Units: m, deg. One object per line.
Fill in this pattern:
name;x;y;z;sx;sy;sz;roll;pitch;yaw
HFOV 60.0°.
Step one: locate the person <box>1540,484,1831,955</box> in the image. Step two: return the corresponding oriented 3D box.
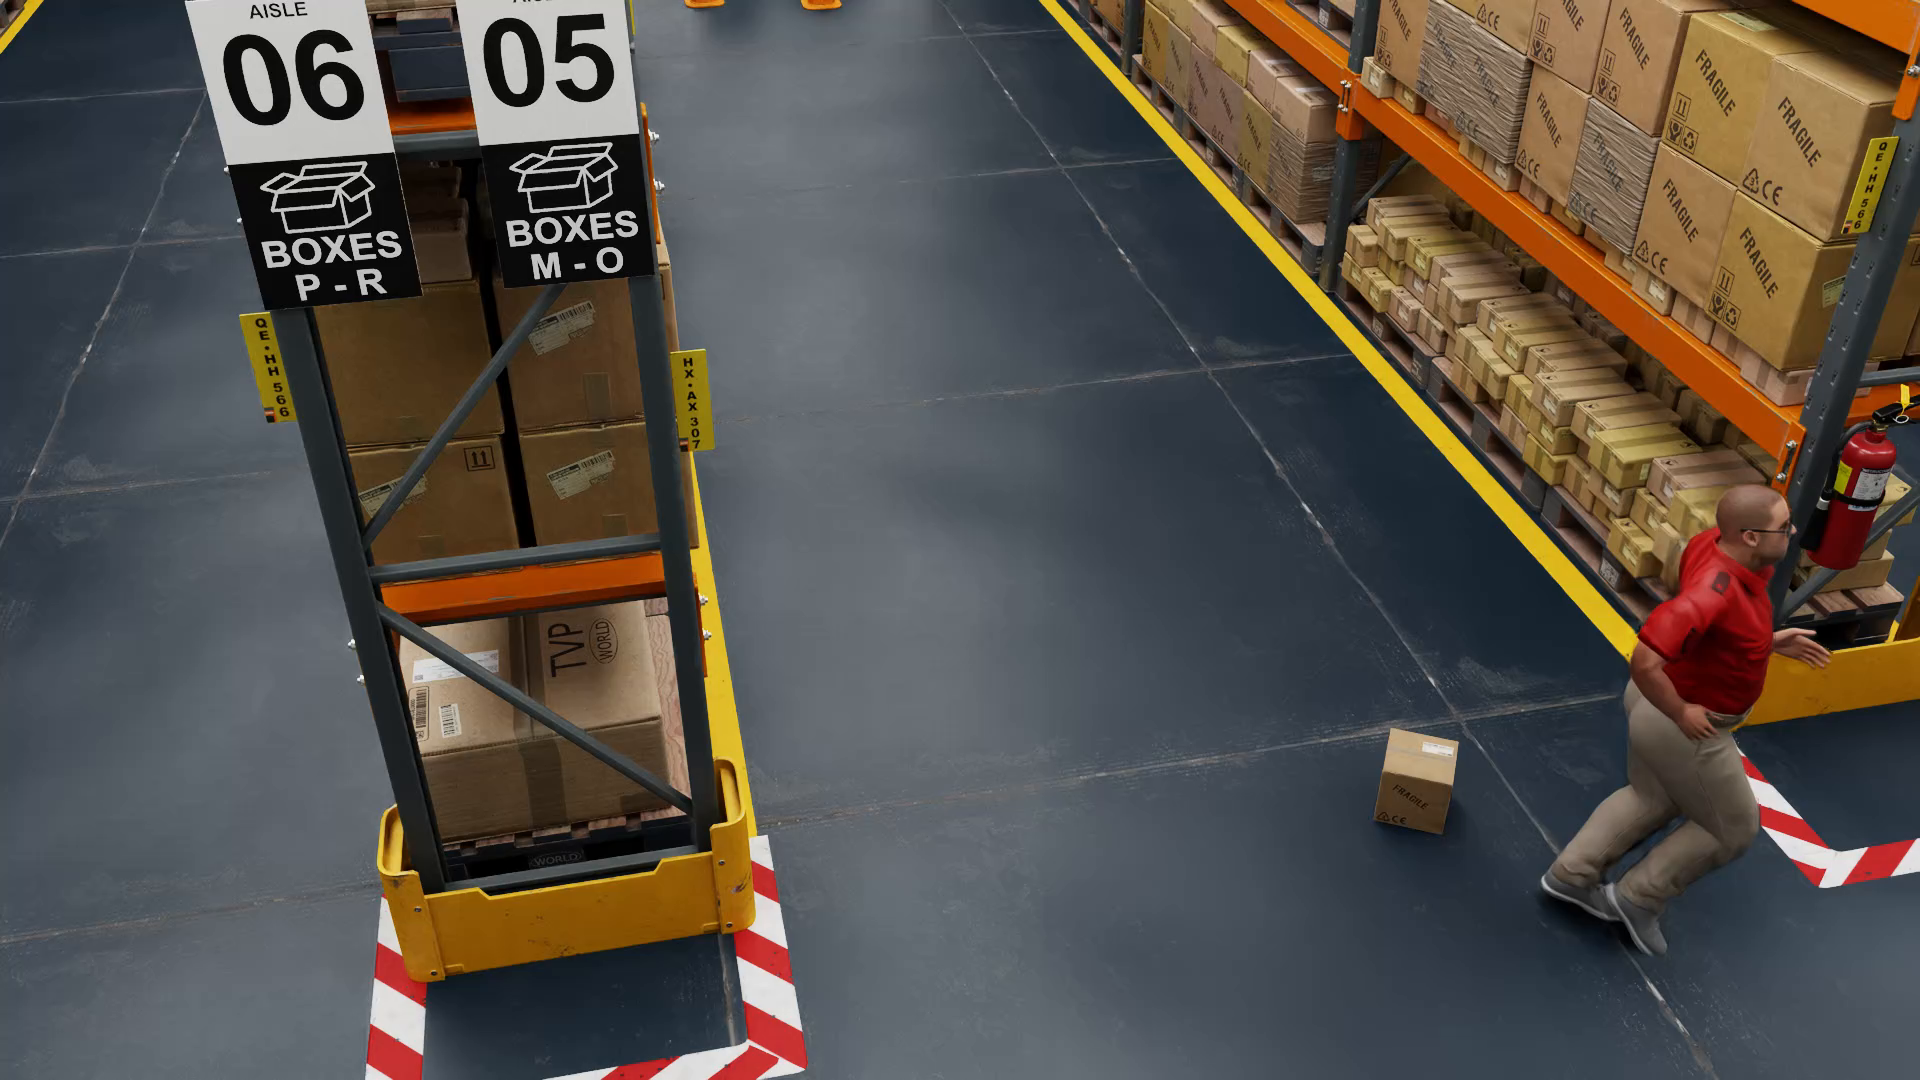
person;2.358;0.603;5.325;0.651;1.772;0.660;11;36;16
